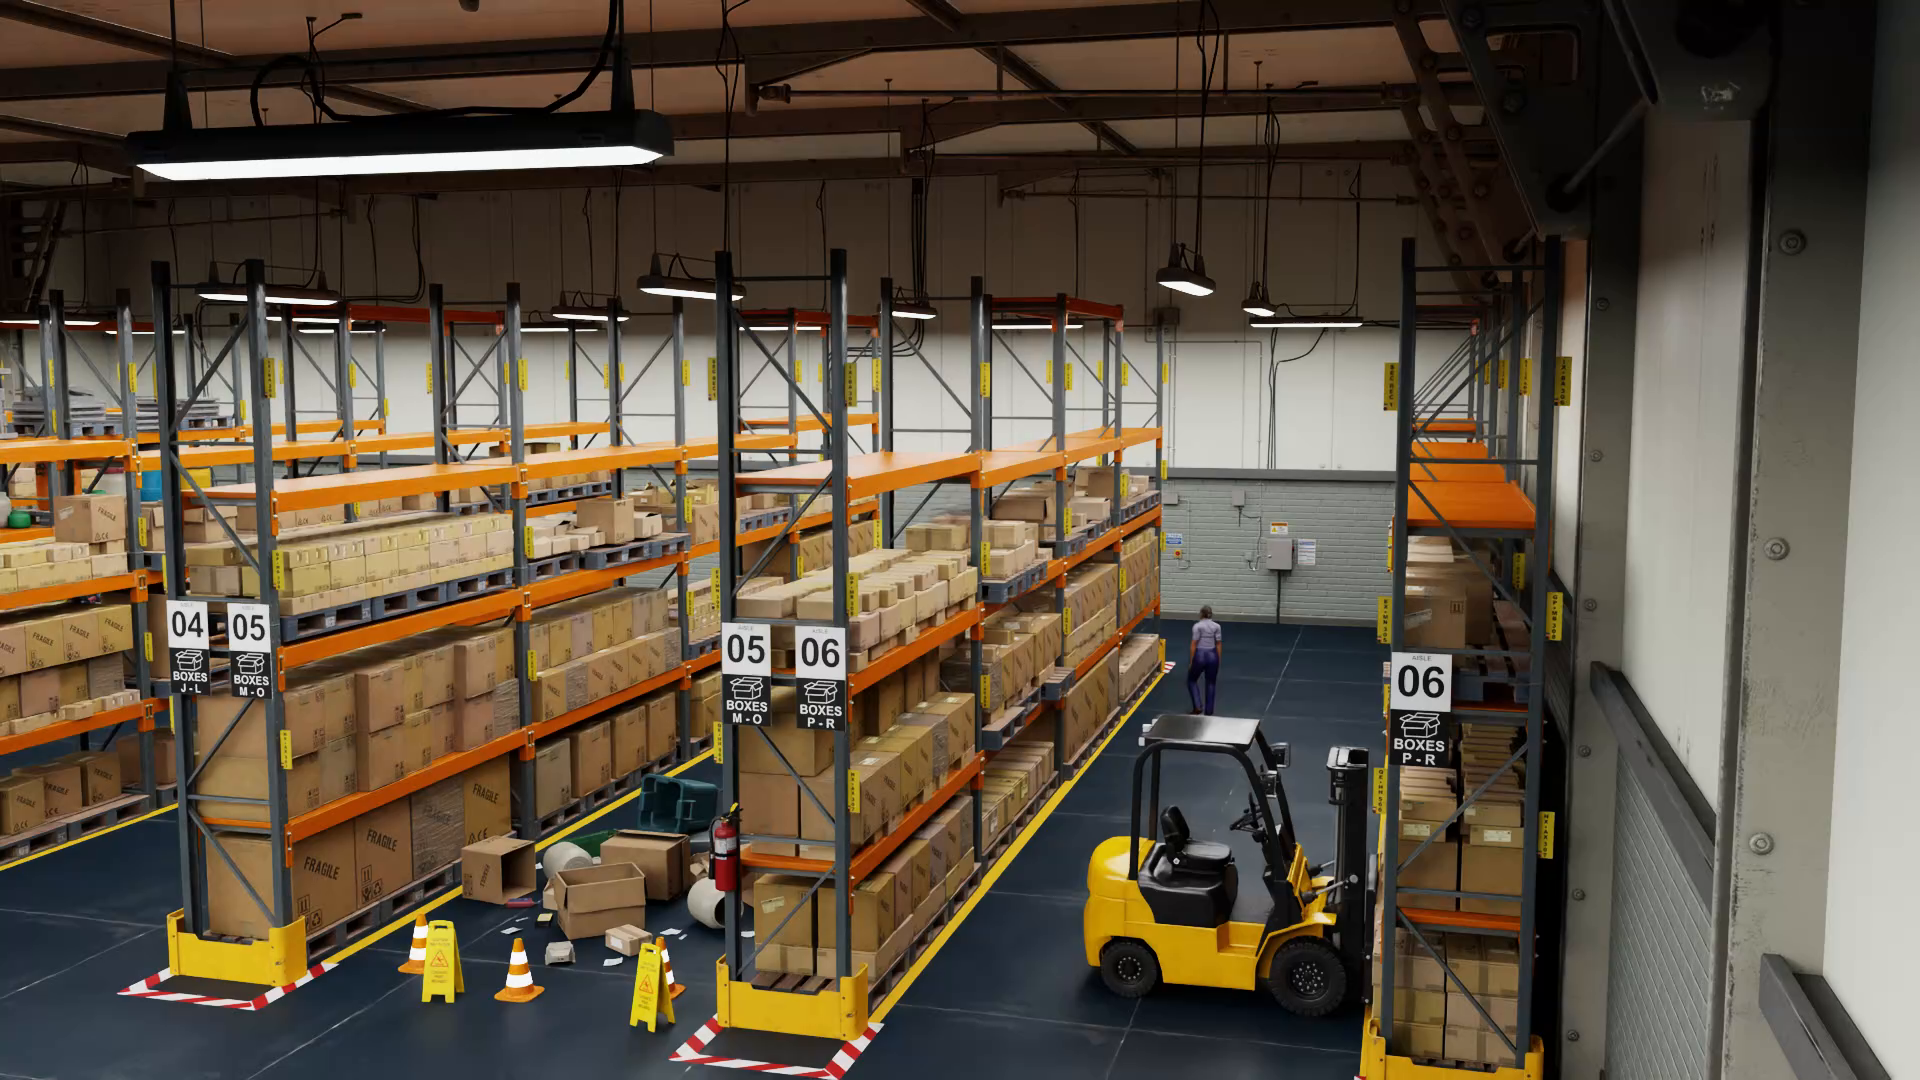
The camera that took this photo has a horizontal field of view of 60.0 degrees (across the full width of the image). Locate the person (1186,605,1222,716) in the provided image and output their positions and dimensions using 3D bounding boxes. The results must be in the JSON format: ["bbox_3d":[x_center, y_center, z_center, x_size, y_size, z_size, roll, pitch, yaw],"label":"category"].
[{"bbox_3d":[3.588,1.798,24.333,0.491,1.667,0.385,-1,6,-11],"label":"person"}]
